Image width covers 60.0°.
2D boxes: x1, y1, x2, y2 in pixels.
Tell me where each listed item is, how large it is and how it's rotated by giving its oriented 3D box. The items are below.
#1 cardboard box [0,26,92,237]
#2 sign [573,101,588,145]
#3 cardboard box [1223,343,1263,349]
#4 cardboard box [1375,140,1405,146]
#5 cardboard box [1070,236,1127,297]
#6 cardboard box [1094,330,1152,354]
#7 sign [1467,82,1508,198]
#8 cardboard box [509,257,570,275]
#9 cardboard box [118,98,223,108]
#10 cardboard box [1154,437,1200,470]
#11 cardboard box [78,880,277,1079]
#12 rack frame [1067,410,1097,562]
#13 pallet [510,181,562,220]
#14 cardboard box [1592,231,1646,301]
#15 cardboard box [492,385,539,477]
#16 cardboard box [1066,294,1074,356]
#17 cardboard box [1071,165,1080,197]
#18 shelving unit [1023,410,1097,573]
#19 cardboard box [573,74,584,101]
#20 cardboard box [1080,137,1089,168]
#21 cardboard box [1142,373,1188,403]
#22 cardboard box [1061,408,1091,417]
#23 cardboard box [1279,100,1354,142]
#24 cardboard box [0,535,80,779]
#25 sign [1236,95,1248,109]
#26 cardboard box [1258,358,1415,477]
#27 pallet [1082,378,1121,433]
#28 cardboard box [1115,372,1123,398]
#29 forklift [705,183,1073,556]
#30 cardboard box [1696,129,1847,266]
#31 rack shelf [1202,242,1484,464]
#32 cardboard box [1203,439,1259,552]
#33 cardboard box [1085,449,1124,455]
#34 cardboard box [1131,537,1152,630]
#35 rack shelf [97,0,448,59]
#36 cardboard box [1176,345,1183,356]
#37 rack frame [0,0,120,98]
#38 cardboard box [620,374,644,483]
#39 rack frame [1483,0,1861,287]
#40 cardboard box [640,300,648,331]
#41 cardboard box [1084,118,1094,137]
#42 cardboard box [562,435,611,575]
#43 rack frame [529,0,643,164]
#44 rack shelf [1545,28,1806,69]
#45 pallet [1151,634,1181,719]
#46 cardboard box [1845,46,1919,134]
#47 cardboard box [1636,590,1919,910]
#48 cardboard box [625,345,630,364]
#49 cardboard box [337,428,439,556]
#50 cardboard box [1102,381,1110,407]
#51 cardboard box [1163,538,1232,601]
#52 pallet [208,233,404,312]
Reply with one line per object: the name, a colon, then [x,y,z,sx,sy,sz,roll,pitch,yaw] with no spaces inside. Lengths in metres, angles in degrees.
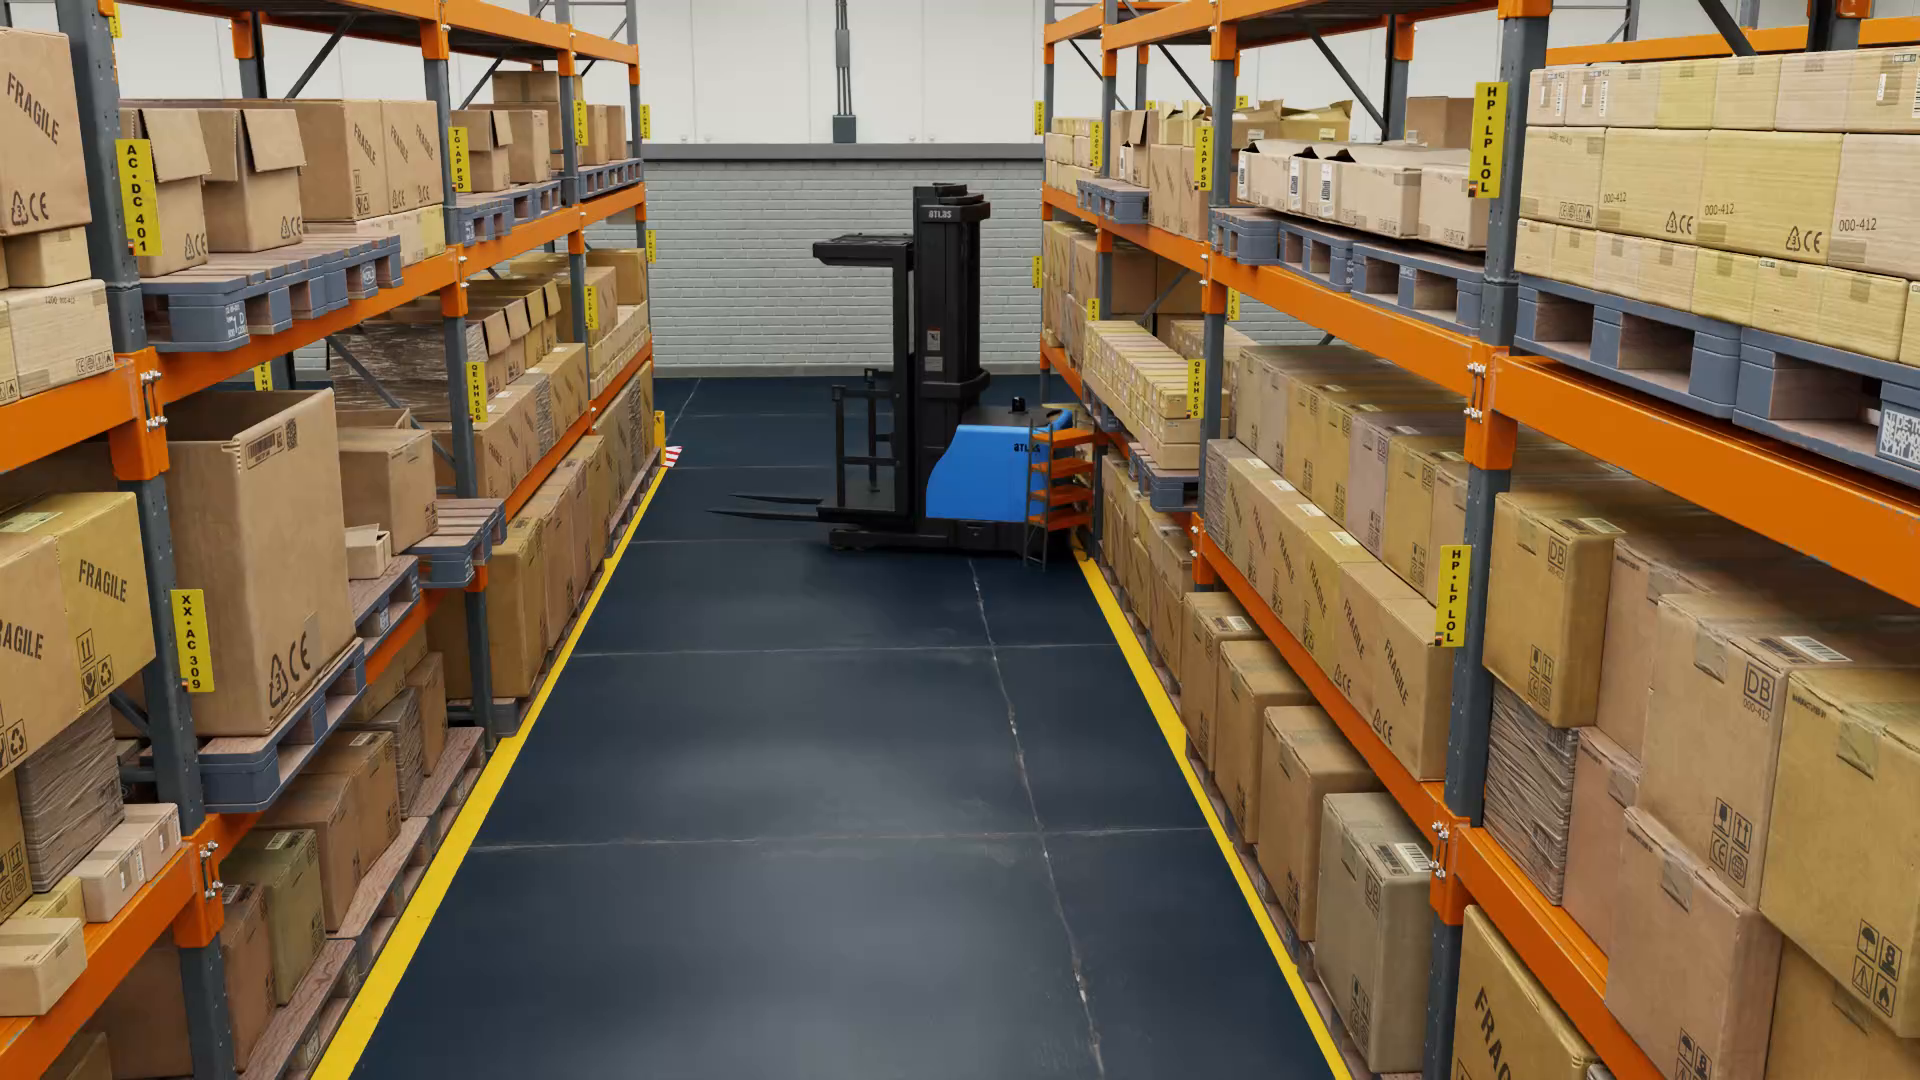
cardboard box: [-2.602,-1.041,4.232,0.500,0.500,0.500,-1,14,-5]
sign: [-2.839,-3.118,12.435,0.100,0.325,0.005,-1,14,-3]
cardboard box: [1.877,-1.252,11.339,0.380,0.149,0.250,-2,15,-6]
cardboard box: [2.189,-1.714,7.784,0.500,0.311,0.500,-1,14,-3]
cardboard box: [1.223,-2.348,14.329,0.500,0.500,0.500,-1,14,-2]
cardboard box: [1.179,-1.435,12.050,0.380,0.149,0.250,-1,14,-3]
sign: [1.532,-1.158,4.818,0.100,0.325,0.005,-1,14,-3]
cardboard box: [-3.798,-2.304,15.161,0.500,0.500,0.500,-1,14,-5]
cardboard box: [-3.293,-1.628,7.109,0.500,0.500,0.500,-1,14,-5]
cardboard box: [1.336,-0.505,9.632,0.380,0.149,0.250,-1,14,-3]
cardboard box: [-2.901,1.583,5.989,0.700,0.500,0.500,-2,15,-8]
rack frame: [0.971,-0.425,13.241,0.015,1.200,0.240,-13,22,-40]
pallet: [-3.274,-2.384,11.637,0.805,0.209,1.217,-1,15,-6]
cardboard box: [1.788,-0.674,4.066,0.380,0.149,0.250,-1,14,-4]
cardboard box: [-2.960,-0.686,10.471,0.500,0.500,0.500,-1,14,-4]
cardboard box: [1.205,-1.864,14.454,0.500,0.500,0.500,-1,14,-4]
cardboard box: [1.226,-3.051,14.148,0.500,0.250,0.500,-1,14,-4]
shelving unit: [0.789,-0.384,13.084,0.503,1.200,0.258,-13,22,-40]
cardboard box: [-3.512,-3.860,14.239,0.500,0.250,0.500,-1,14,-5]
cardboard box: [1.274,-3.165,13.587,0.500,0.250,0.500,-1,15,-6]
cardboard box: [1.307,-0.920,10.051,0.380,0.149,0.250,0,14,-2]
cardboard box: [1.160,-1.206,16.379,0.380,0.149,0.250,-1,14,-2]
cardboard box: [2.043,-2.413,9.628,0.396,0.266,0.258,-1,14,-3]
cardboard box: [-2.549,0.293,4.062,0.500,0.500,0.500,-1,14,-3]
sign: [2.131,-3.206,12.620,0.100,0.325,0.005,-1,14,-3]
cardboard box: [1.875,-0.603,8.143,0.700,0.500,0.500,-1,14,-4]
pallet: [1.479,-1.018,12.347,1.003,0.211,1.213,-1,14,-3]
cardboard box: [1.241,-1.035,11.092,0.380,0.149,0.250,-1,14,-5]
forklift: [-0.611,-1.453,13.790,3.031,2.935,1.130,3,15,12]
cardboard box: [1.888,-0.712,3.416,0.500,0.250,0.500,-1,14,-4]
rack shelf: [1.949,-0.915,6.986,1.077,0.370,4.000,-1,14,-3]
cardboard box: [1.583,-0.241,8.741,0.500,0.500,0.500,-1,14,-3]
cardboard box: [1.279,-0.689,14.368,0.380,0.149,0.250,0,14,-2]
cardboard box: [1.446,0.279,11.096,0.500,0.500,0.500,-2,15,-6]
rack shelf: [-3.008,-2.122,6.463,1.077,0.370,4.000,-1,14,-3]
cardboard box: [1.816,-1.367,12.385,0.380,0.149,0.250,-1,14,-3]
rack frame: [-8.571,-5.075,15.692,1.000,3.000,0.127,-1,14,-3]
cardboard box: [-3.452,-1.036,15.456,0.875,0.875,0.875,-1,14,-3]
rack frame: [2.073,-2.219,4.590,1.000,3.000,0.127,-1,14,-3]
cardboard box: [-3.333,-2.201,16.266,0.500,0.250,0.500,-1,14,-4]
cardboard box: [1.201,-3.317,13.378,0.380,0.149,0.250,-1,14,-4]
cardboard box: [-3.320,-0.267,12.465,1.225,0.875,0.875,-1,14,-3]
rack frame: [-3.627,-5.152,15.989,1.000,3.000,0.127,-1,14,-3]
rack shelf: [6.387,-4.265,14.790,1.077,0.370,4.000,-1,14,-3]
pallet: [1.778,0.848,10.307,1.003,0.211,1.213,-1,14,-3]
cardboard box: [1.850,-0.808,2.988,0.380,0.149,0.250,-1,14,-4]
cardboard box: [2.108,0.455,3.771,0.875,0.550,0.550,-1,14,-3]
cardboard box: [-3.182,-1.661,14.966,0.380,0.149,0.250,-1,14,-2]
cardboard box: [-2.924,-0.237,7.886,0.700,0.500,0.500,1,14,5]
cardboard box: [1.208,-1.023,11.643,0.380,0.149,0.250,-2,15,-6]
cardboard box: [1.521,0.170,10.015,0.500,0.250,0.500,-1,14,-5]
pallet: [-2.883,-1.037,6.393,1.213,0.211,1.003,-1,14,-3]
